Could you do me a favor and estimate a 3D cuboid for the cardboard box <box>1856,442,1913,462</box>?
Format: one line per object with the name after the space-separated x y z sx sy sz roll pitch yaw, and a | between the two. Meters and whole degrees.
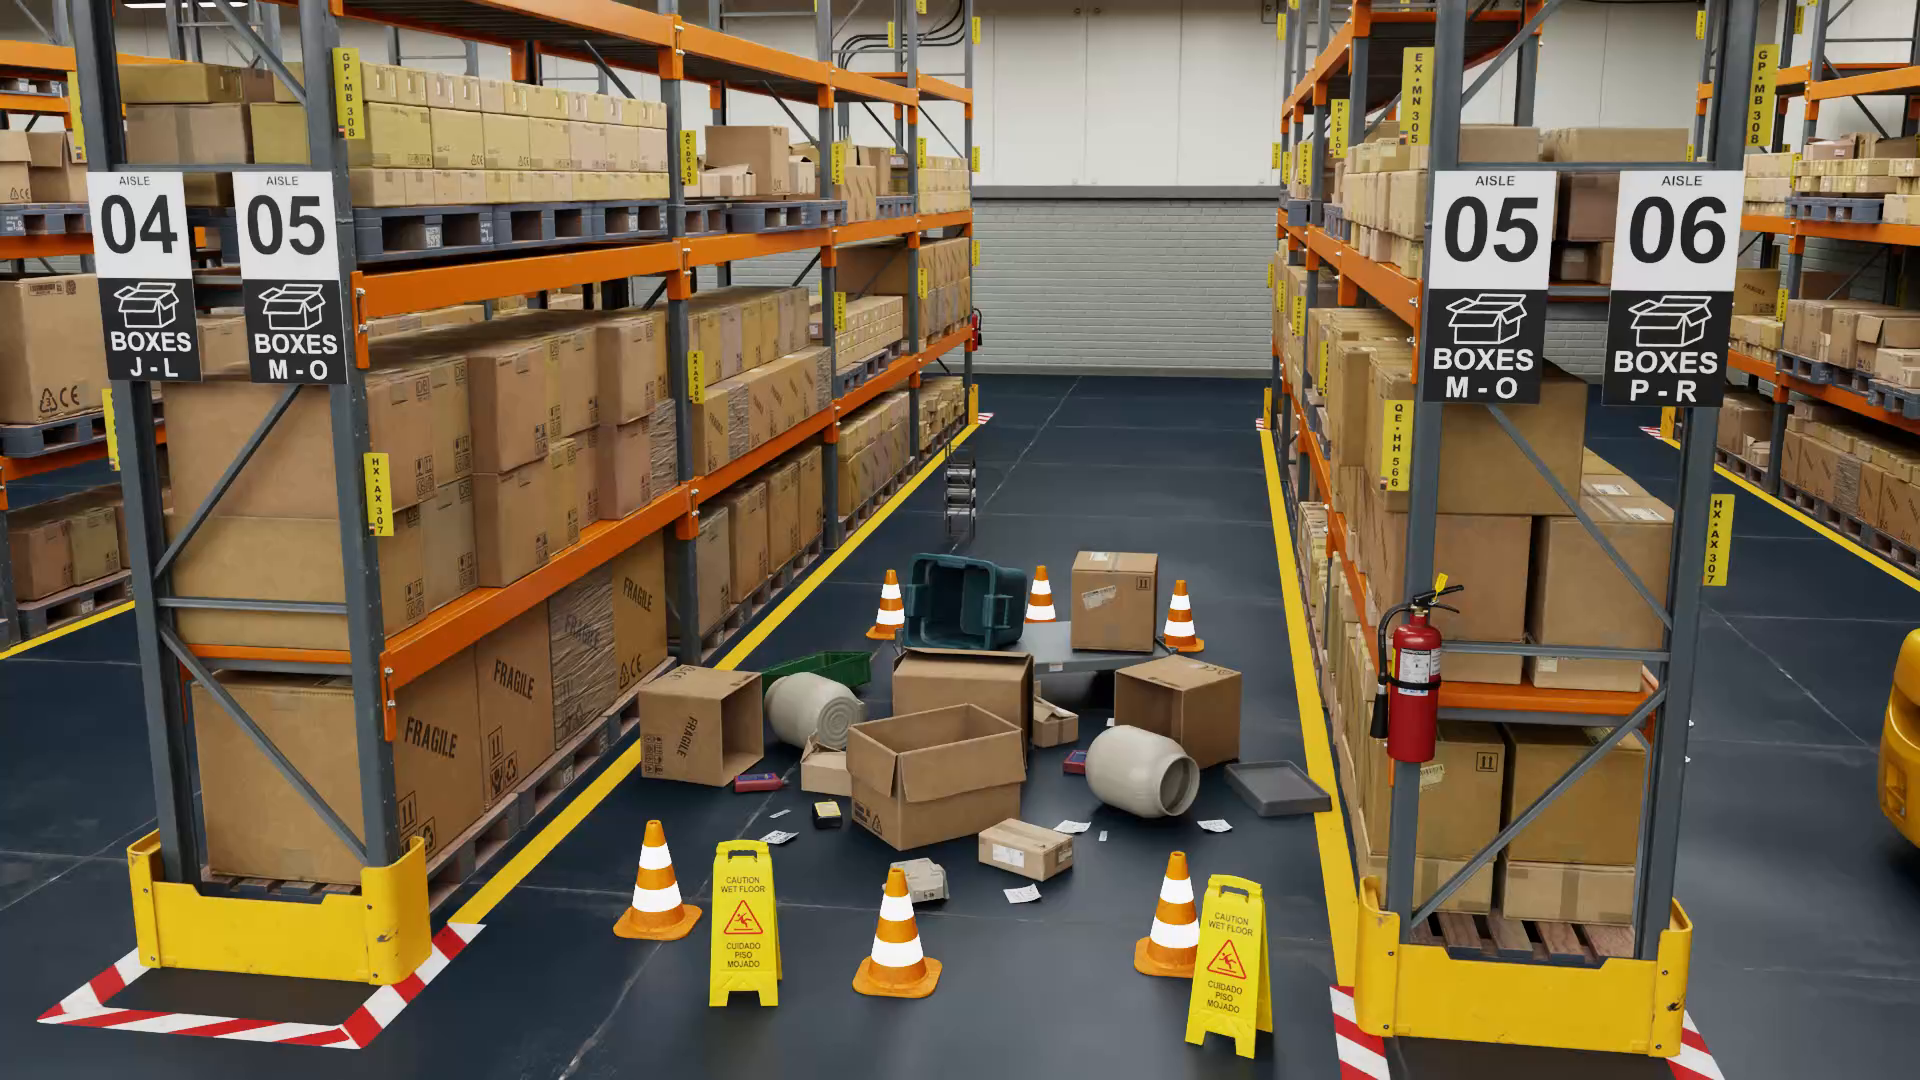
8.298 -0.786 14.918 0.380 0.149 0.250 1 12 6 | cardboard box

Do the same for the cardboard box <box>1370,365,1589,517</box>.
1.968 -0.391 6.369 0.700 0.500 0.500 2 12 7 | cardboard box

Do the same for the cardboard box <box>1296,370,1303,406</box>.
3.157 -1.300 14.261 0.500 0.250 0.500 1 12 7 | cardboard box

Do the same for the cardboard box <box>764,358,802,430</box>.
-1.530 -1.137 12.914 0.500 0.500 0.500 2 12 8 | cardboard box

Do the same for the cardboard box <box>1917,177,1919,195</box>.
8.178 -2.929 13.755 0.380 0.149 0.250 2 12 9 | cardboard box

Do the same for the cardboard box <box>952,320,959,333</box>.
-0.227 -2.707 21.032 0.380 0.149 0.250 2 12 10 | cardboard box

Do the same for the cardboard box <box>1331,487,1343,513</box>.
2.355 -0.249 9.624 0.380 0.149 0.250 2 12 8 | cardboard box

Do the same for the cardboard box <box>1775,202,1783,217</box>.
8.660 -3.411 17.177 0.380 0.149 0.250 2 12 9 | cardboard box

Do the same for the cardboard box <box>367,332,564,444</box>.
-2.539 -0.755 8.457 0.875 0.550 0.500 2 12 9 | cardboard box

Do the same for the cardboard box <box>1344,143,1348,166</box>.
2.819 -2.607 11.025 0.500 0.250 0.500 2 12 10 | cardboard box

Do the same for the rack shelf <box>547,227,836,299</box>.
-1.878 -2.097 12.192 1.077 0.370 4.000 2 12 9 | rack shelf

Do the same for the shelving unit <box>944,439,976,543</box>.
0.001 -0.442 14.906 0.258 0.900 0.210 2 12 9 | shelving unit

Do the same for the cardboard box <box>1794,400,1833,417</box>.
8.598 -1.310 16.643 0.380 0.149 0.250 2 12 8 | cardboard box

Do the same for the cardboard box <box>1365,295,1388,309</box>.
3.653 -1.892 14.041 0.500 0.500 0.500 1 12 7 | cardboard box

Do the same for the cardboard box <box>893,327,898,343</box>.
-0.860 -2.171 17.546 0.380 0.149 0.250 2 12 9 | cardboard box

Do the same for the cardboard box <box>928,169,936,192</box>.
-0.563 -4.065 18.785 0.500 0.250 0.500 2 12 8 | cardboard box

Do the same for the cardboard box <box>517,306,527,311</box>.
-5.429 -2.678 19.950 0.500 0.250 0.500 2 12 8 | cardboard box

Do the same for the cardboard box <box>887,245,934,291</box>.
-0.581 -3.109 18.983 0.500 0.500 0.500 2 12 7 | cardboard box

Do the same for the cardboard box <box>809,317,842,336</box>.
-1.270 -1.918 14.961 0.380 0.149 0.250 2 12 7 | cardboard box

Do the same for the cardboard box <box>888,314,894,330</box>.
-0.902 -2.264 17.271 0.380 0.149 0.250 2 12 11 | cardboard box

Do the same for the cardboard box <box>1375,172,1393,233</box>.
2.072 -1.461 7.181 0.500 0.250 0.500 2 12 10 | cardboard box

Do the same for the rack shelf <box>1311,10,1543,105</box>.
3.028 -3.229 11.272 1.077 0.370 4.000 2 12 9 | rack shelf

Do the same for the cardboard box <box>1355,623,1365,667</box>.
2.045 0.500 7.763 0.380 0.149 0.250 2 12 11 | cardboard box

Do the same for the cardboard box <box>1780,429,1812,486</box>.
8.559 -0.822 16.624 0.500 0.500 0.500 2 12 11 | cardboard box

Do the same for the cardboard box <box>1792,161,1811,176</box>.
8.377 -3.627 16.240 0.380 0.149 0.250 2 12 10 | cardboard box

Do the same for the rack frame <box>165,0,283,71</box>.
-6.456 -4.513 14.576 1.000 3.000 0.127 2 12 9 | rack frame

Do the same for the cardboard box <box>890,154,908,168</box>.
-0.672 -4.117 18.078 0.380 0.149 0.250 2 12 8 | cardboard box

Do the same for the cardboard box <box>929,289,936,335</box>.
-0.561 -2.624 19.106 0.500 0.500 0.500 2 12 9 | cardboard box

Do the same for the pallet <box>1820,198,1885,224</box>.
8.530 -2.957 14.921 1.213 0.211 1.003 2 12 9 | pallet

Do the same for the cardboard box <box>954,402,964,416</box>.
-0.155 -1.703 21.544 0.380 0.149 0.250 2 12 10 | cardboard box

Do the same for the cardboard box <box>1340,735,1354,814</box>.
2.126 1.151 8.062 0.500 0.250 0.500 1 12 7 | cardboard box

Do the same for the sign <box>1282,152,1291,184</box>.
3.402 -3.868 17.285 0.100 0.325 0.005 2 12 9 | sign

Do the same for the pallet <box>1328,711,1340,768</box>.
2.652 1.077 9.494 1.003 0.211 1.213 2 12 9 | pallet

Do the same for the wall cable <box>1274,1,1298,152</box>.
5.163 -7.051 26.350 0.463 3.000 0.029 2 12 9 | wall cable

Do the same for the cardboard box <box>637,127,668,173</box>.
-2.008 -2.248 9.600 0.500 0.250 0.500 2 12 8 | cardboard box

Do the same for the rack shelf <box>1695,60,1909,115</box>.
9.164 -4.928 18.215 1.077 0.370 4.000 2 12 9 | rack shelf

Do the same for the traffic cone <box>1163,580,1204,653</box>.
1.528 0.510 11.529 0.336 0.463 0.334 2 12 9 | traffic cone

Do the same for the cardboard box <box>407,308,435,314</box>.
-6.048 -2.677 17.676 0.797 0.503 0.637 2 12 9 | cardboard box

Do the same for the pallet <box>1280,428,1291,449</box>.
4.331 -1.139 19.780 1.003 0.211 1.213 2 12 9 | pallet

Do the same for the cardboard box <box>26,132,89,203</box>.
-6.757 -2.761 12.322 0.797 0.503 0.637 2 12 11 | cardboard box

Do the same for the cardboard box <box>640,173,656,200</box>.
-1.965 -2.025 9.513 0.380 0.149 0.250 2 12 10 | cardboard box

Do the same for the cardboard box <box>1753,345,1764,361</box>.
8.690 -1.994 17.721 0.380 0.149 0.250 2 12 10 | cardboard box

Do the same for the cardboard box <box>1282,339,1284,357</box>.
3.770 -2.246 18.057 0.500 0.500 0.500 2 12 9 | cardboard box

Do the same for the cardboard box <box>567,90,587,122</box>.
-2.122 -2.205 8.452 0.380 0.149 0.250 2 12 8 | cardboard box

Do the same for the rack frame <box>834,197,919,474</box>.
-0.956 -2.232 18.228 1.000 3.000 0.127 2 12 9 | rack frame

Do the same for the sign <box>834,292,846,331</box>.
-1.022 -1.948 14.162 0.100 0.325 0.005 2 12 9 | sign

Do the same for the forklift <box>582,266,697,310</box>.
-3.105 -1.633 15.616 1.130 2.935 3.031 3 12 13 | forklift

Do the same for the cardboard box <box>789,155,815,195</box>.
-1.435 -2.848 12.948 0.500 0.311 0.500 2 12 9 | cardboard box

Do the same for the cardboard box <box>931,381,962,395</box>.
-0.181 -1.940 21.232 0.380 0.149 0.250 2 12 7 | cardboard box

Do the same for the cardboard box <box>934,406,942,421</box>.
-0.420 -1.524 20.010 0.380 0.149 0.250 2 12 8 | cardboard box

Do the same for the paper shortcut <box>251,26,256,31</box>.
-6.772 -4.873 15.915 0.009 0.170 0.078 12 -17 6 | paper shortcut

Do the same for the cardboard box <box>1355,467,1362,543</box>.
2.175 -0.223 7.967 0.500 0.500 0.500 2 12 9 | cardboard box

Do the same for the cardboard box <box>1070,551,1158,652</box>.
0.957 0.374 10.276 0.500 0.500 0.500 2 12 9 | cardboard box

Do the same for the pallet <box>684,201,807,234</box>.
-1.787 -2.404 12.358 1.003 0.211 1.213 2 12 11 | pallet

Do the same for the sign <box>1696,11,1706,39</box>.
8.935 -6.210 20.045 0.100 0.325 0.005 2 12 9 | sign

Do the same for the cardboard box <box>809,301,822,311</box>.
-1.590 -2.374 17.078 0.380 0.149 0.250 2 12 8 | cardboard box

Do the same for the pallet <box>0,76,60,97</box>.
-10.832 -5.045 18.442 1.003 0.211 1.213 2 12 9 | pallet
